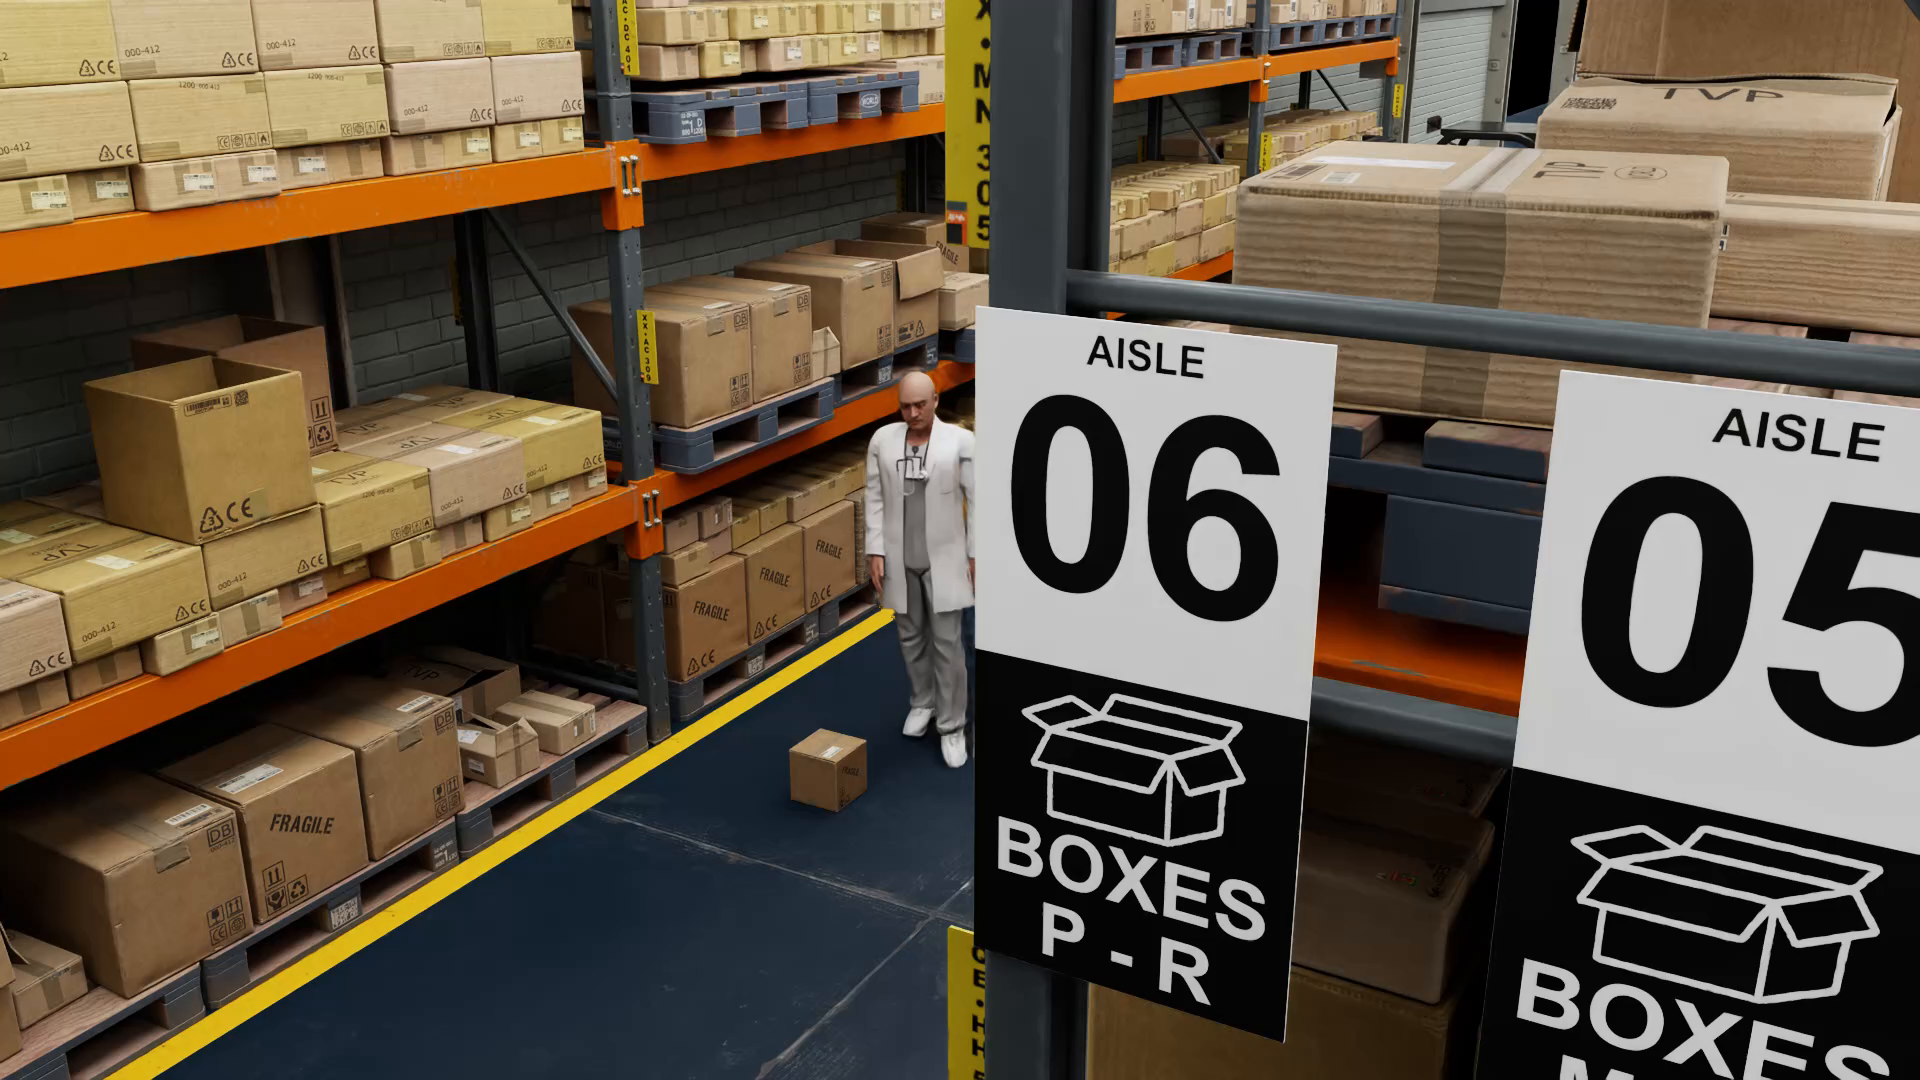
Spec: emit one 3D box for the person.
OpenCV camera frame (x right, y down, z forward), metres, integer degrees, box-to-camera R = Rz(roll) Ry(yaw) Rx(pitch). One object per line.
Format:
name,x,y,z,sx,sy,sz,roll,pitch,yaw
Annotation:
person,-0.164,0.117,7.745,0.614,1.812,0.548,5,20,13
